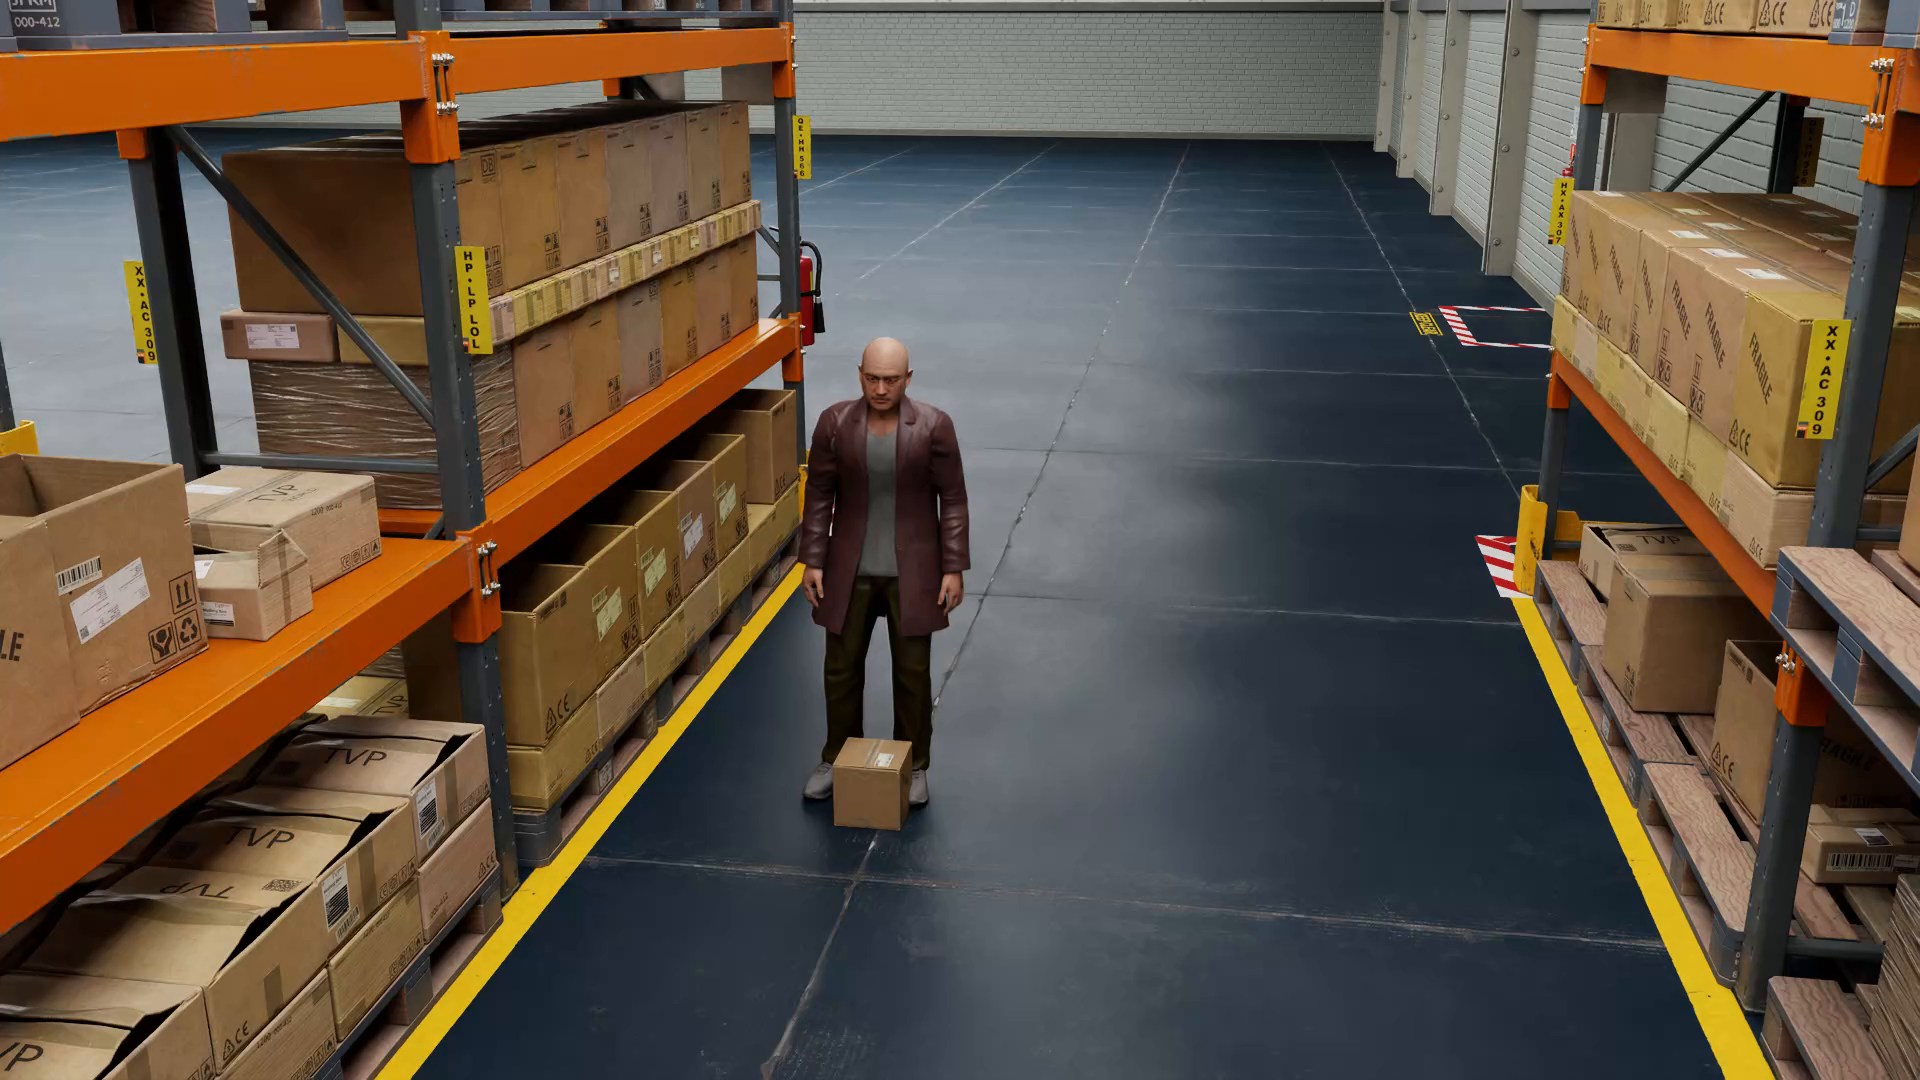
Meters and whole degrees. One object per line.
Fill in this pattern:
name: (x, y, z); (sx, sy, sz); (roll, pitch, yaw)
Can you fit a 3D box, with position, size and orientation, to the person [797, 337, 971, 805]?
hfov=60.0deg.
person: (-0.283, 0.113, 6.220); (0.653, 1.774, 0.422); (2, 18, 6)
